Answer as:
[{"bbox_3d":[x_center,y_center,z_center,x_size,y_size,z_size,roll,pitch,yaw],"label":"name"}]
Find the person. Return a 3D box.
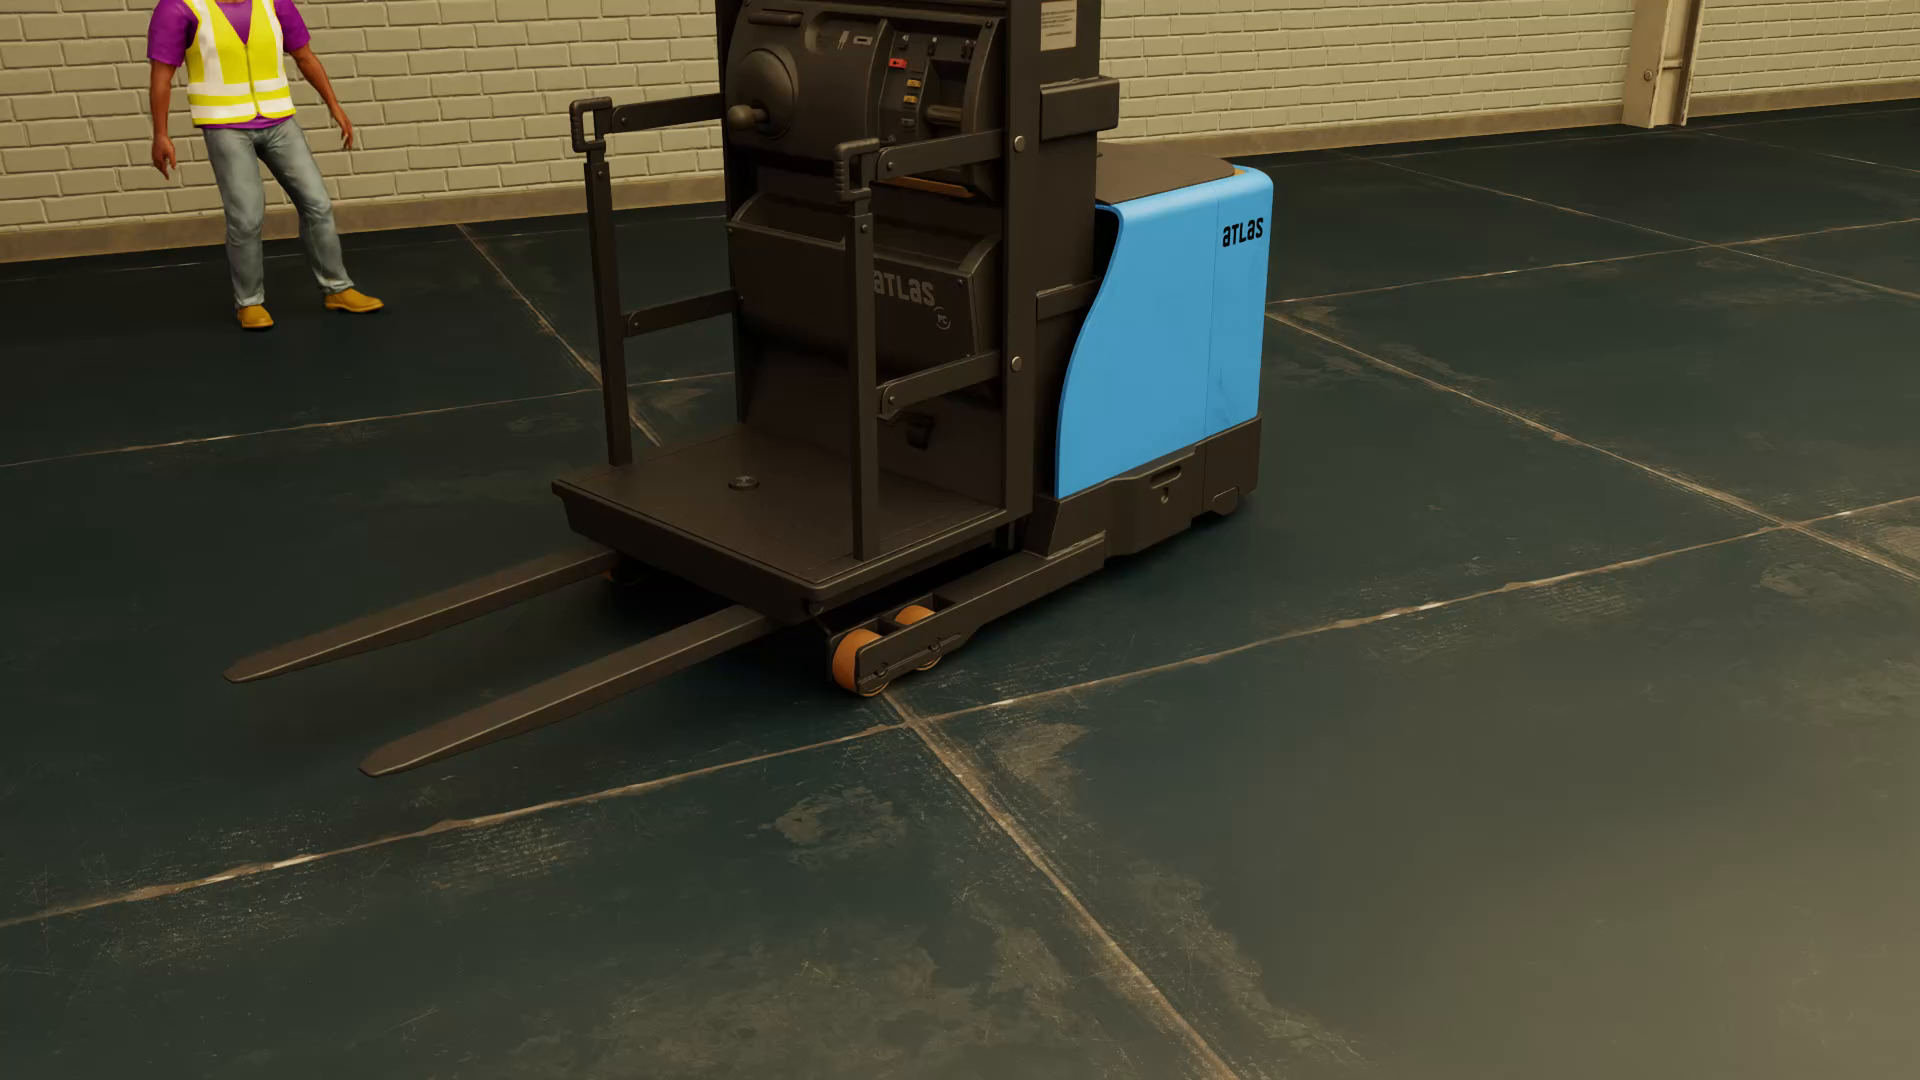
[{"bbox_3d":[-3.027,-1.793,7.145,0.427,1.751,0.763,18,29,37],"label":"person"}]

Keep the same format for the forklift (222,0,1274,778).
[{"bbox_3d":[-0.413,-1.182,4.131,1.130,2.935,3.031,19,29,39],"label":"forklift"}]
